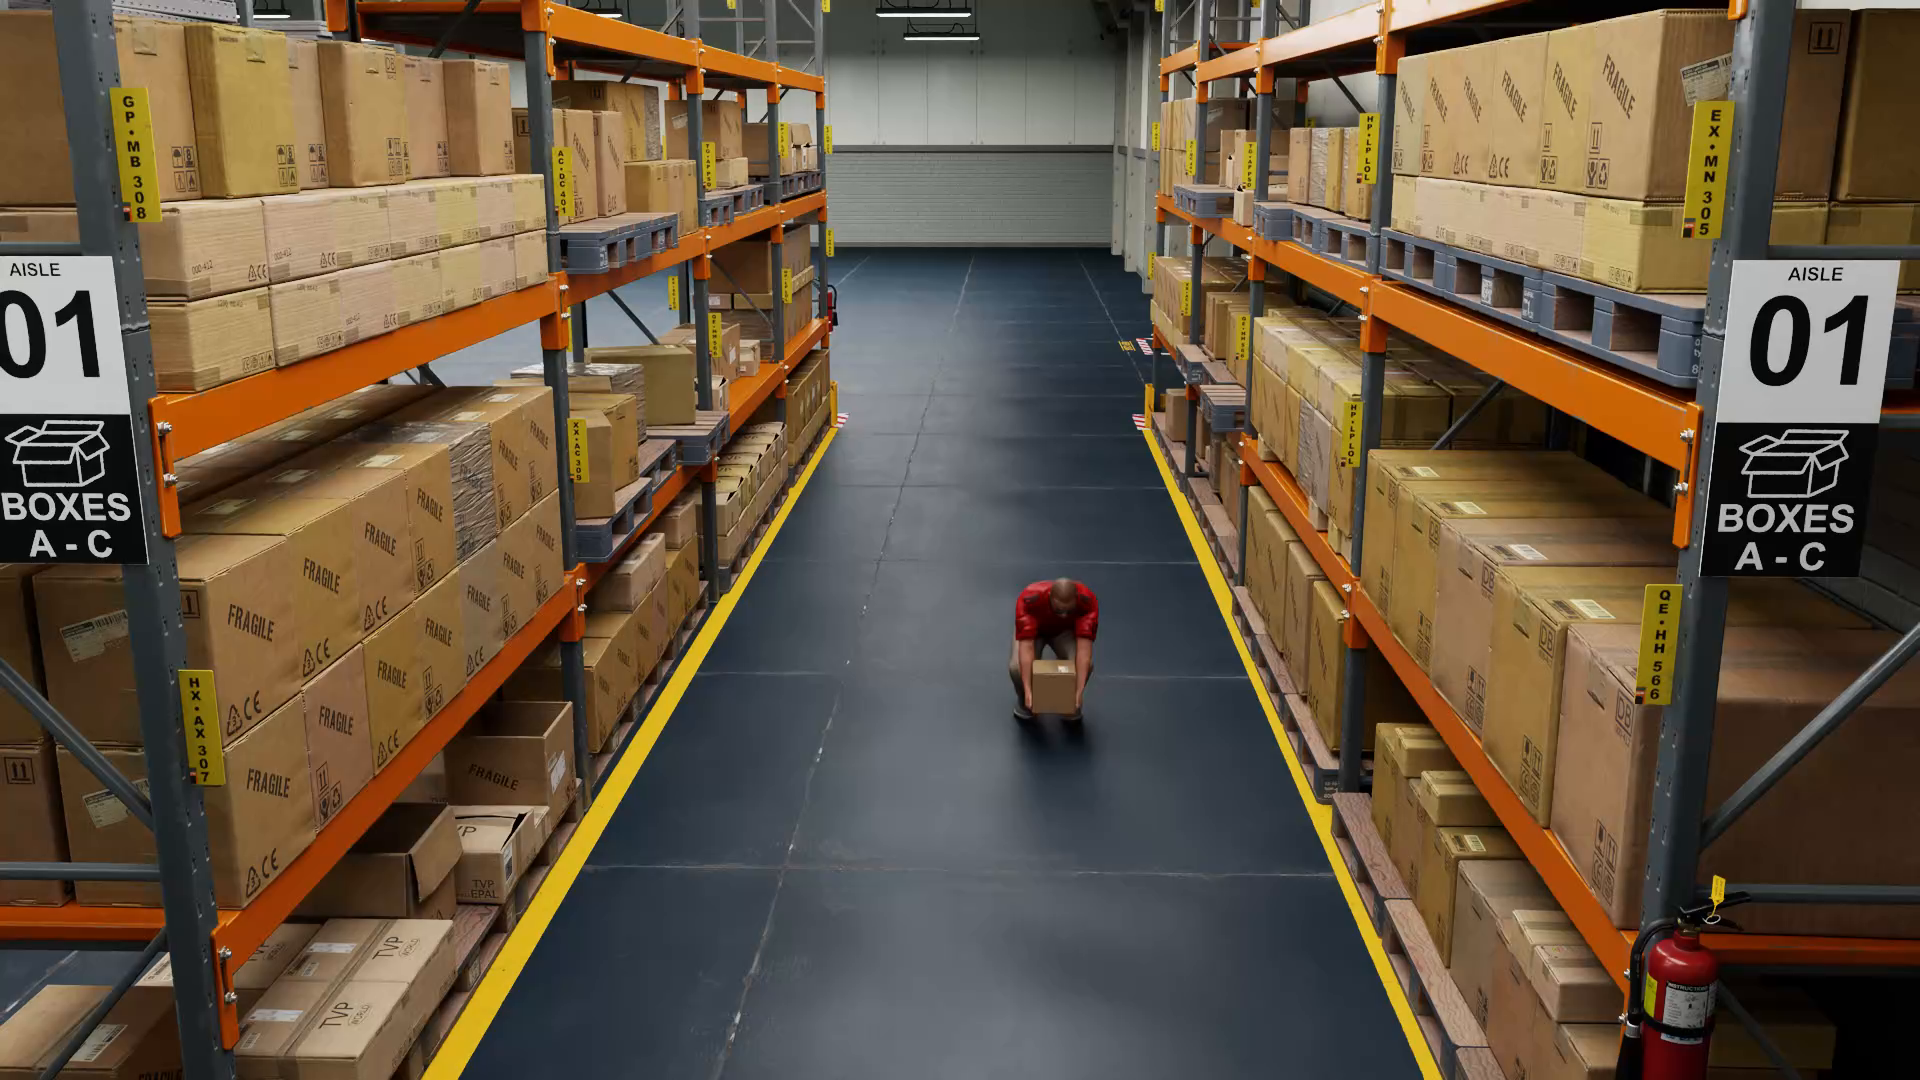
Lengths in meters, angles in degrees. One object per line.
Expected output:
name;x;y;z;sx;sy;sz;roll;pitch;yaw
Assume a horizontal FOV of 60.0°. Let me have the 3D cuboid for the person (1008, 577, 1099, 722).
person;0.558;0.624;10.065;0.533;0.991;0.877;0;14;0
